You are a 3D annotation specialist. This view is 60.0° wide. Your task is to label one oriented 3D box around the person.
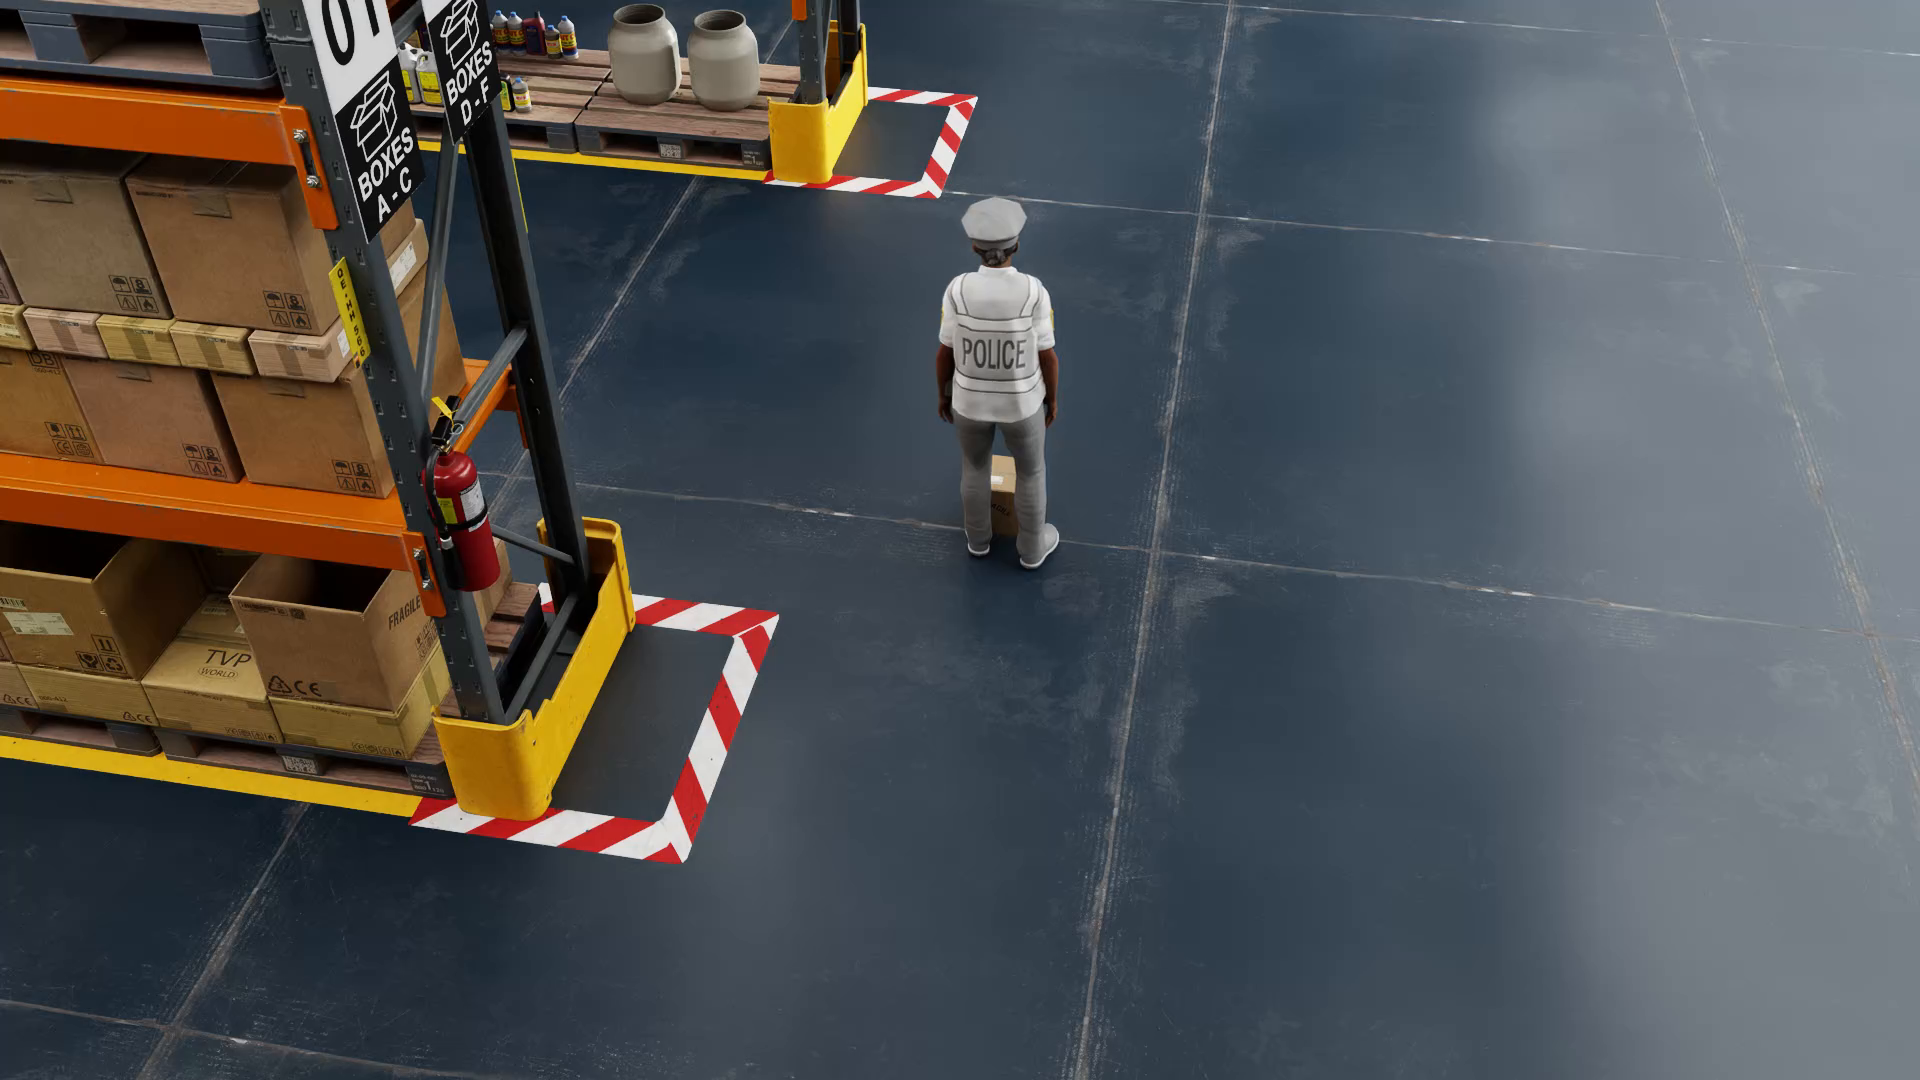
[{"bbox_3d":[0.169,-0.591,6.843,0.529,1.659,0.428,4,41,5],"label":"person"}]
